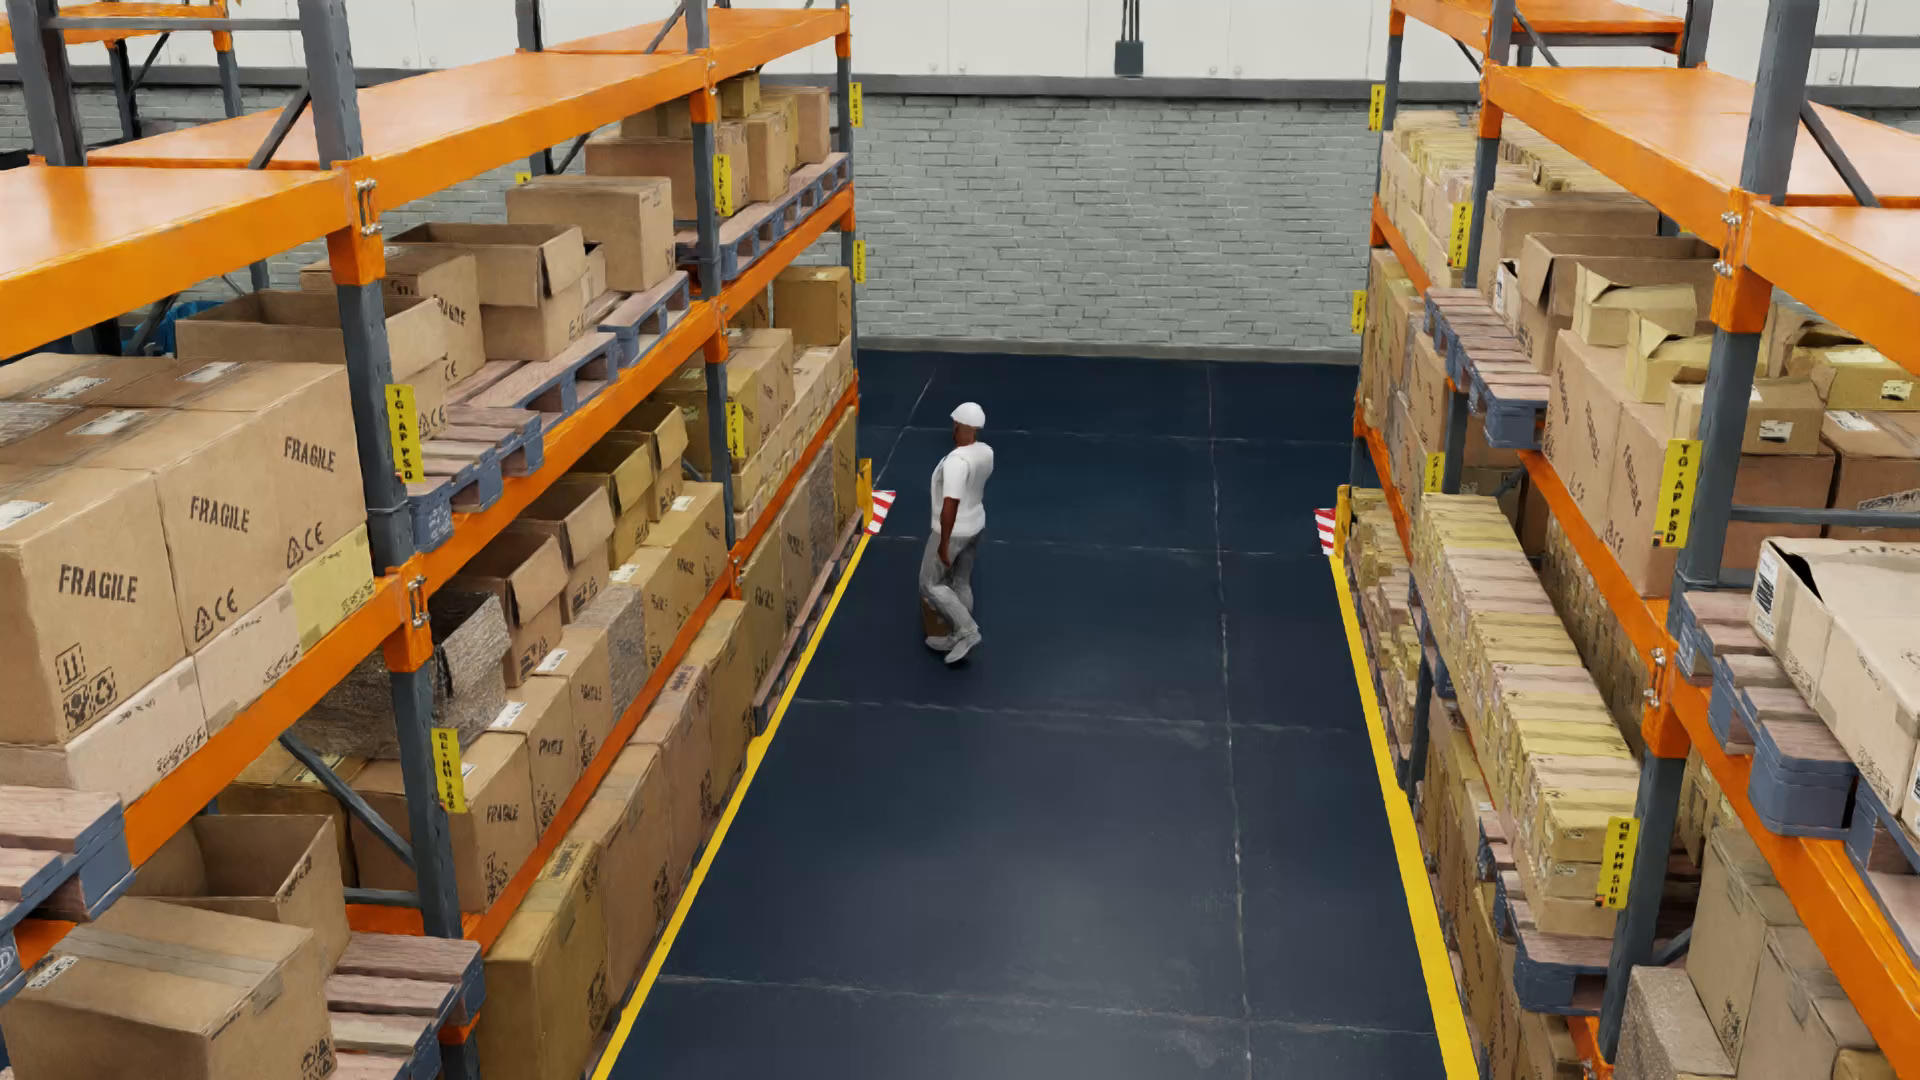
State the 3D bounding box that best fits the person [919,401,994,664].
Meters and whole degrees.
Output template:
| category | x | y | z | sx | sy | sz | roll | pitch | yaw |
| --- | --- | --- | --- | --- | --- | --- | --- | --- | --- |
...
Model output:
| category | x | y | z | sx | sy | sz | roll | pitch | yaw |
| --- | --- | --- | --- | --- | --- | --- | --- | --- | --- |
| person | -0.011 | -0.060 | 11.189 | 0.475 | 1.761 | 0.620 | 10 | 23 | 23 |
